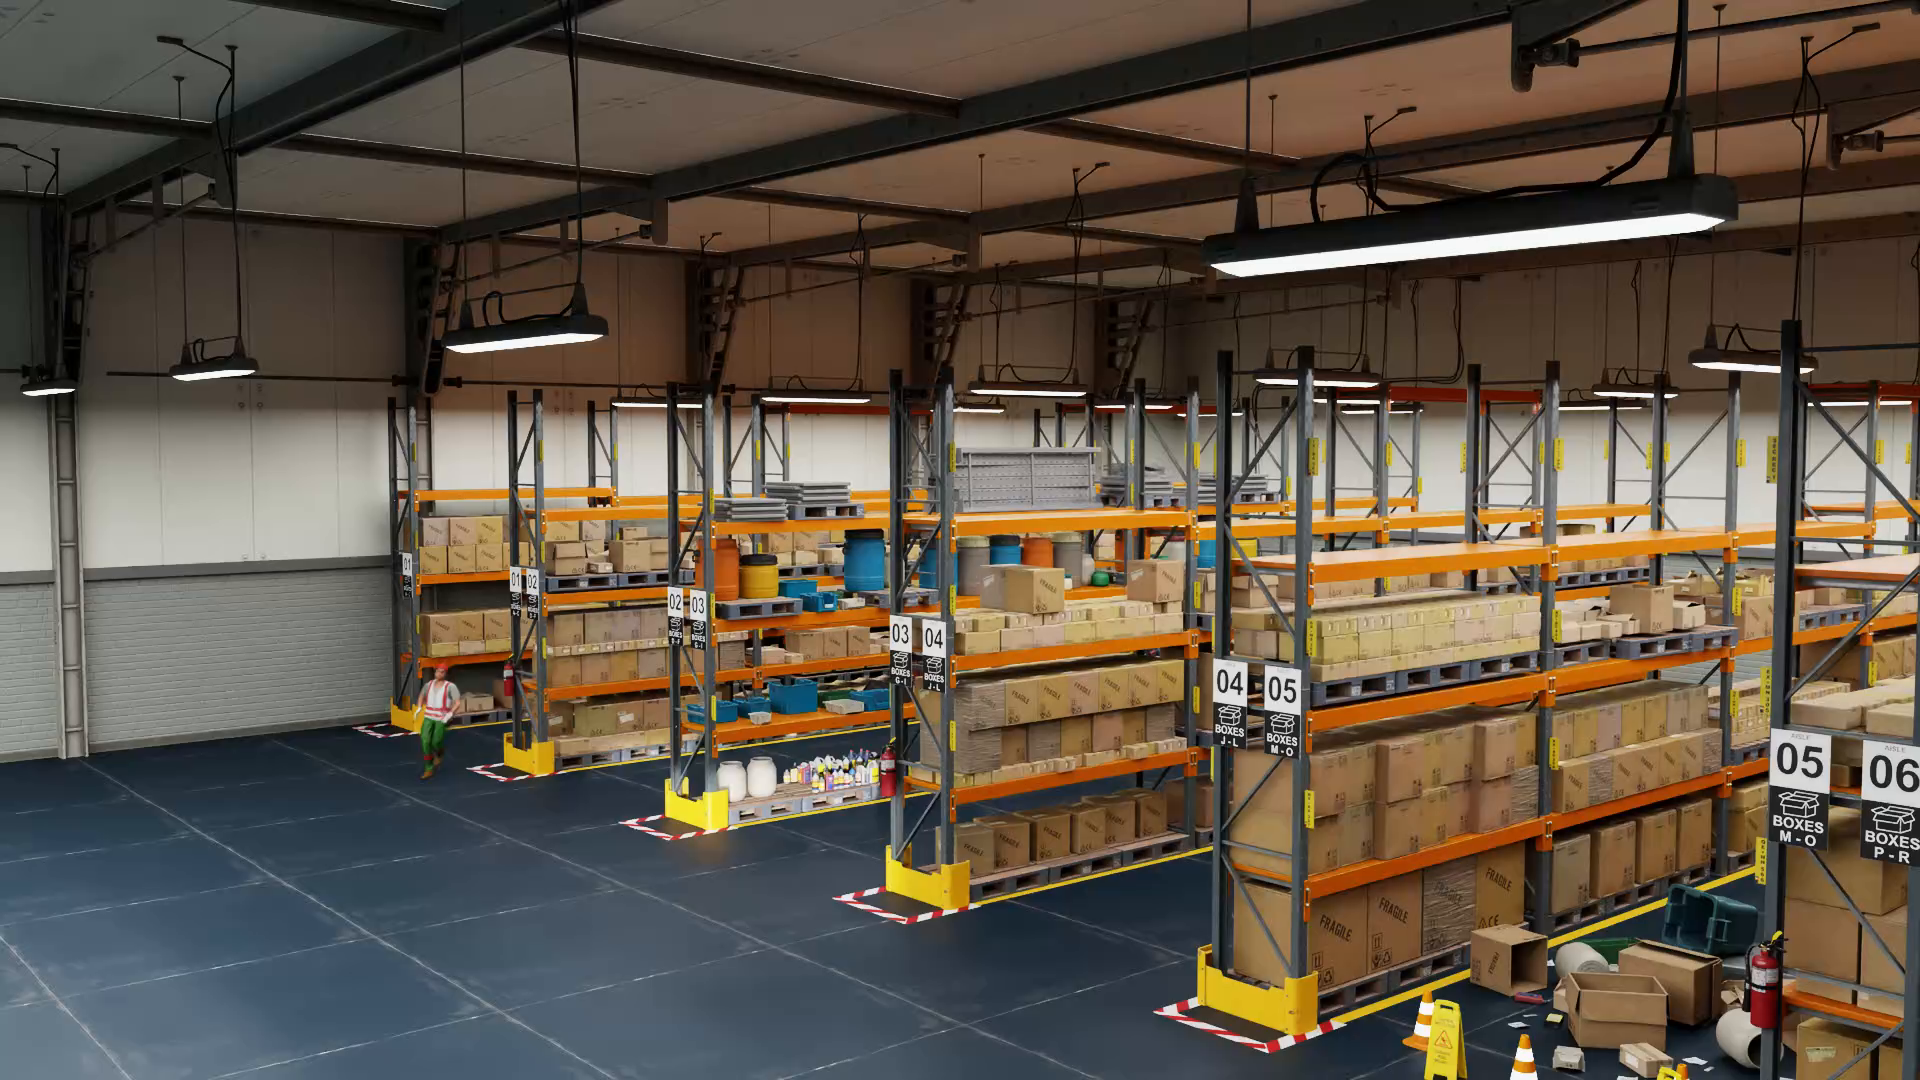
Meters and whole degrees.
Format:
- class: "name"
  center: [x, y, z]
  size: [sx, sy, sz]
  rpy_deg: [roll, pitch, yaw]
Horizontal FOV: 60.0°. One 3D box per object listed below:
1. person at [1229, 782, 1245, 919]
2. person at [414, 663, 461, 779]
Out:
- class: "person"
  center: [3.192, 3.281, 18.246]
  size: [0.730, 1.660, 0.717]
  rpy_deg: [2, 4, 32]
- class: "person"
  center: [-8.130, 2.793, 25.856]
  size: [0.702, 1.755, 0.655]
  rpy_deg: [0, 3, 6]
